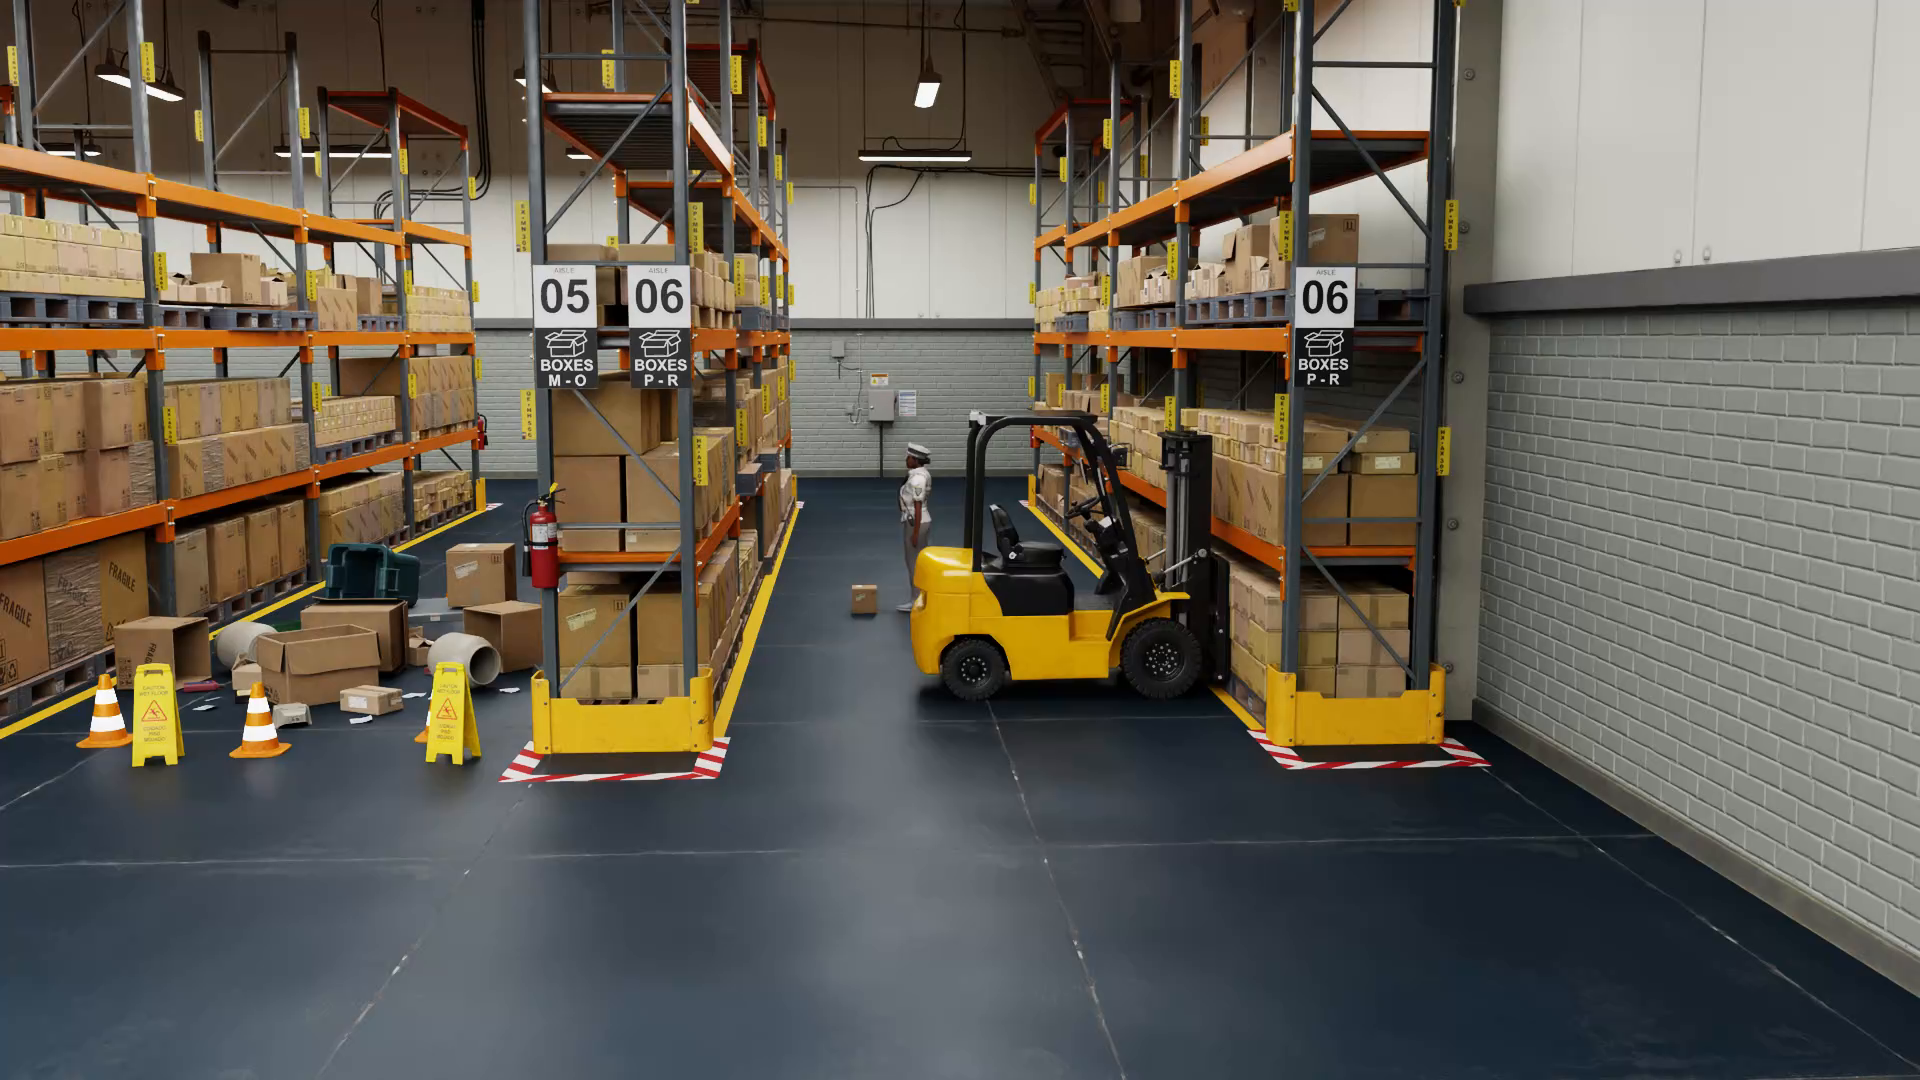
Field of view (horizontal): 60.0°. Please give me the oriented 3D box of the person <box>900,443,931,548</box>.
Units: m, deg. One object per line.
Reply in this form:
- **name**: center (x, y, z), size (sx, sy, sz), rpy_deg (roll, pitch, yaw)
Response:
- **person**: center (-0.440, -0.457, 16.594), size (0.312, 1.033, 0.479), rpy_deg (0, 7, 2)
